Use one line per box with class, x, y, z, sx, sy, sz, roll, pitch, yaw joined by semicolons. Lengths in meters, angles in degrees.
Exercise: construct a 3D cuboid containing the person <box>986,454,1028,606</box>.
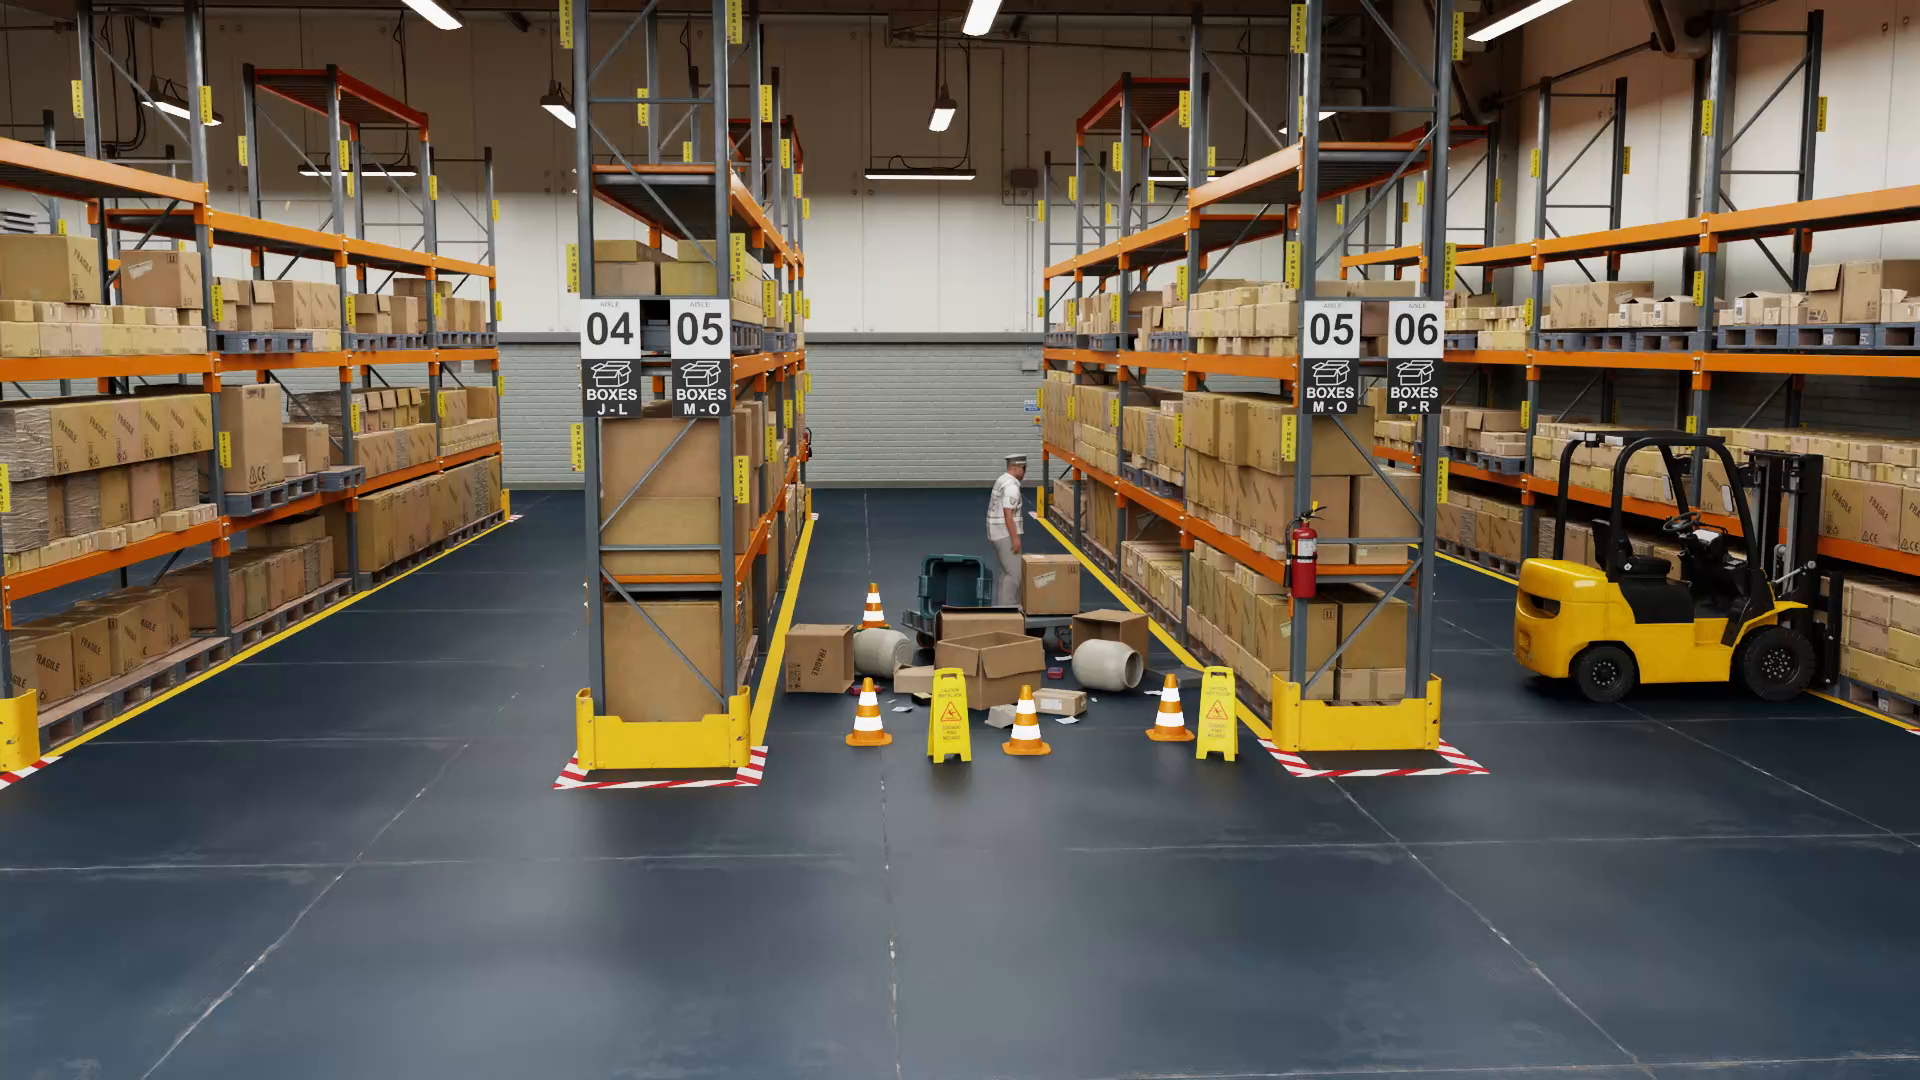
person;0.507;-0.030;17.464;0.443;1.746;0.590;-1;7;-6
